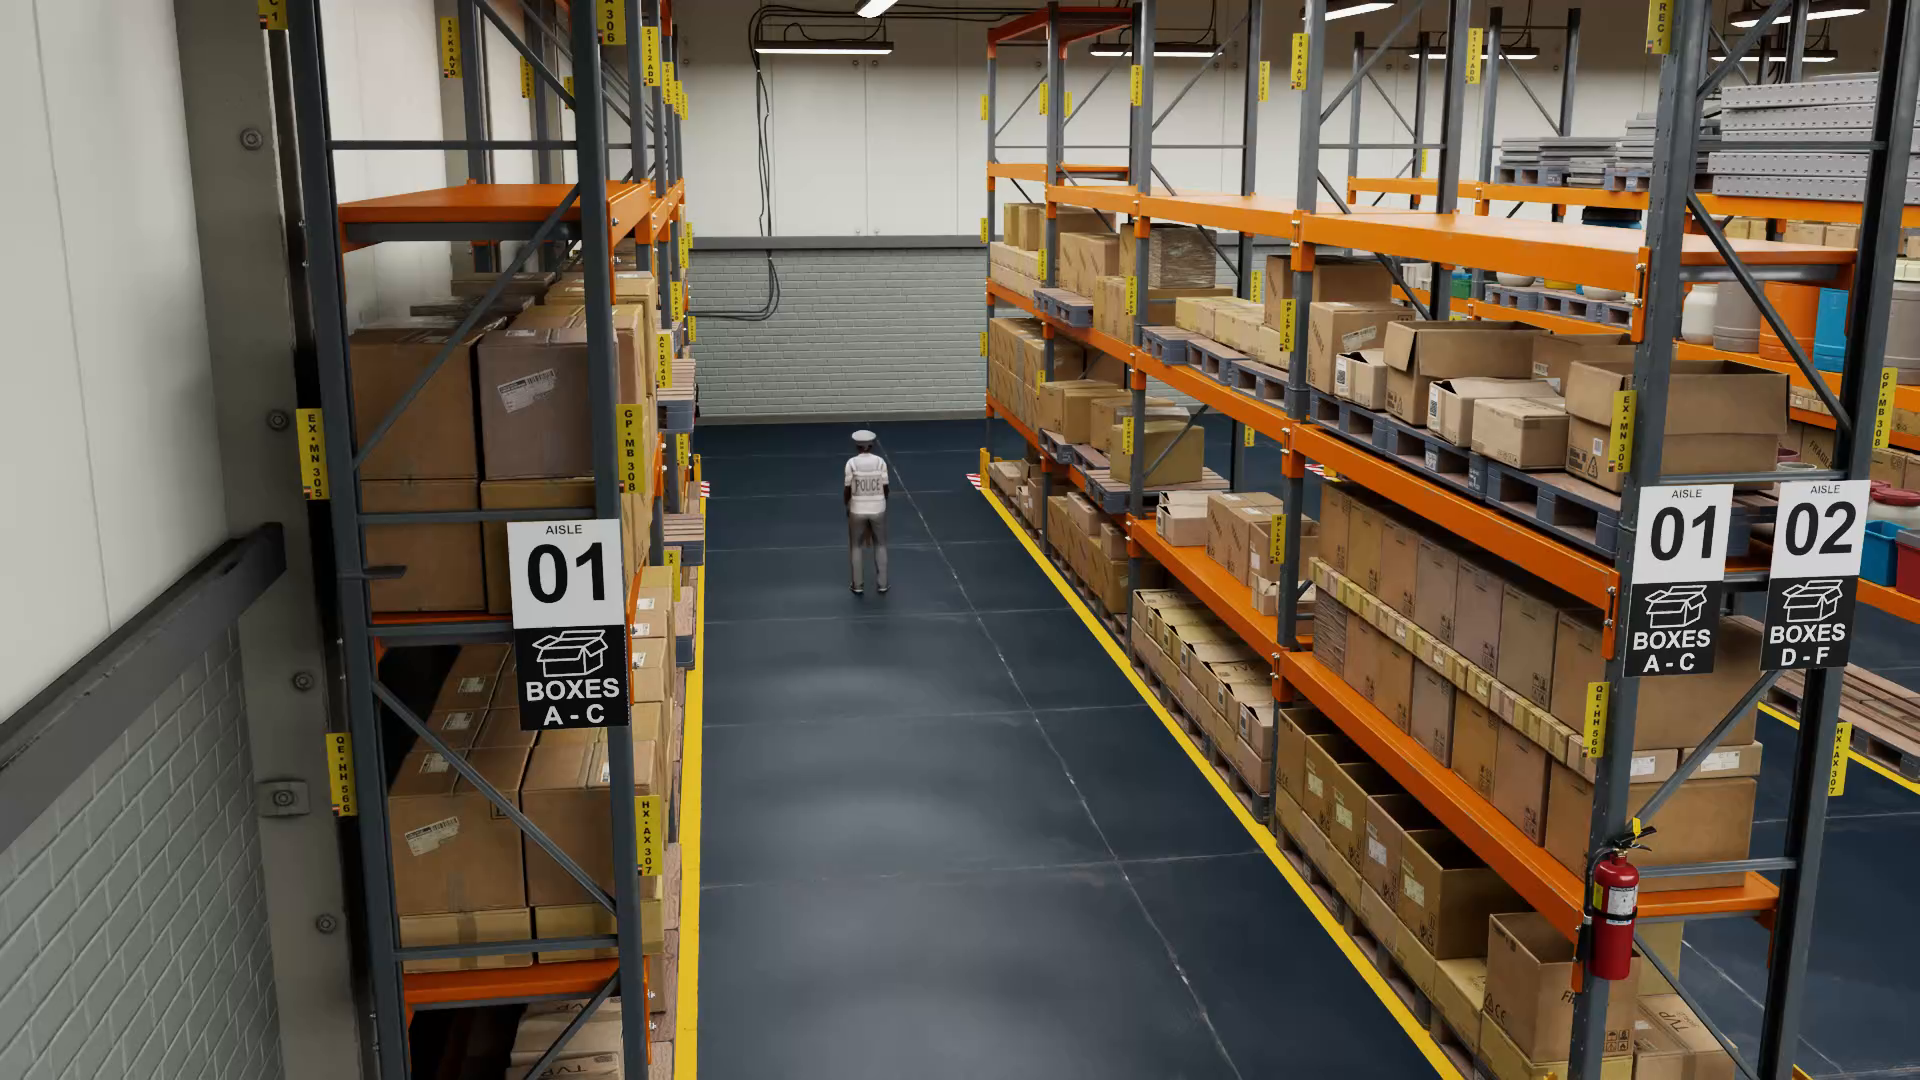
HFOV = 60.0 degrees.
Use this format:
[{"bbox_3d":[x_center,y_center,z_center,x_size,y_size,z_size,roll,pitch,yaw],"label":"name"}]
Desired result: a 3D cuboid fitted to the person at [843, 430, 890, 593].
[{"bbox_3d":[-0.957,-0.285,17.167,0.492,1.672,0.370,-2,13,-10],"label":"person"}]
